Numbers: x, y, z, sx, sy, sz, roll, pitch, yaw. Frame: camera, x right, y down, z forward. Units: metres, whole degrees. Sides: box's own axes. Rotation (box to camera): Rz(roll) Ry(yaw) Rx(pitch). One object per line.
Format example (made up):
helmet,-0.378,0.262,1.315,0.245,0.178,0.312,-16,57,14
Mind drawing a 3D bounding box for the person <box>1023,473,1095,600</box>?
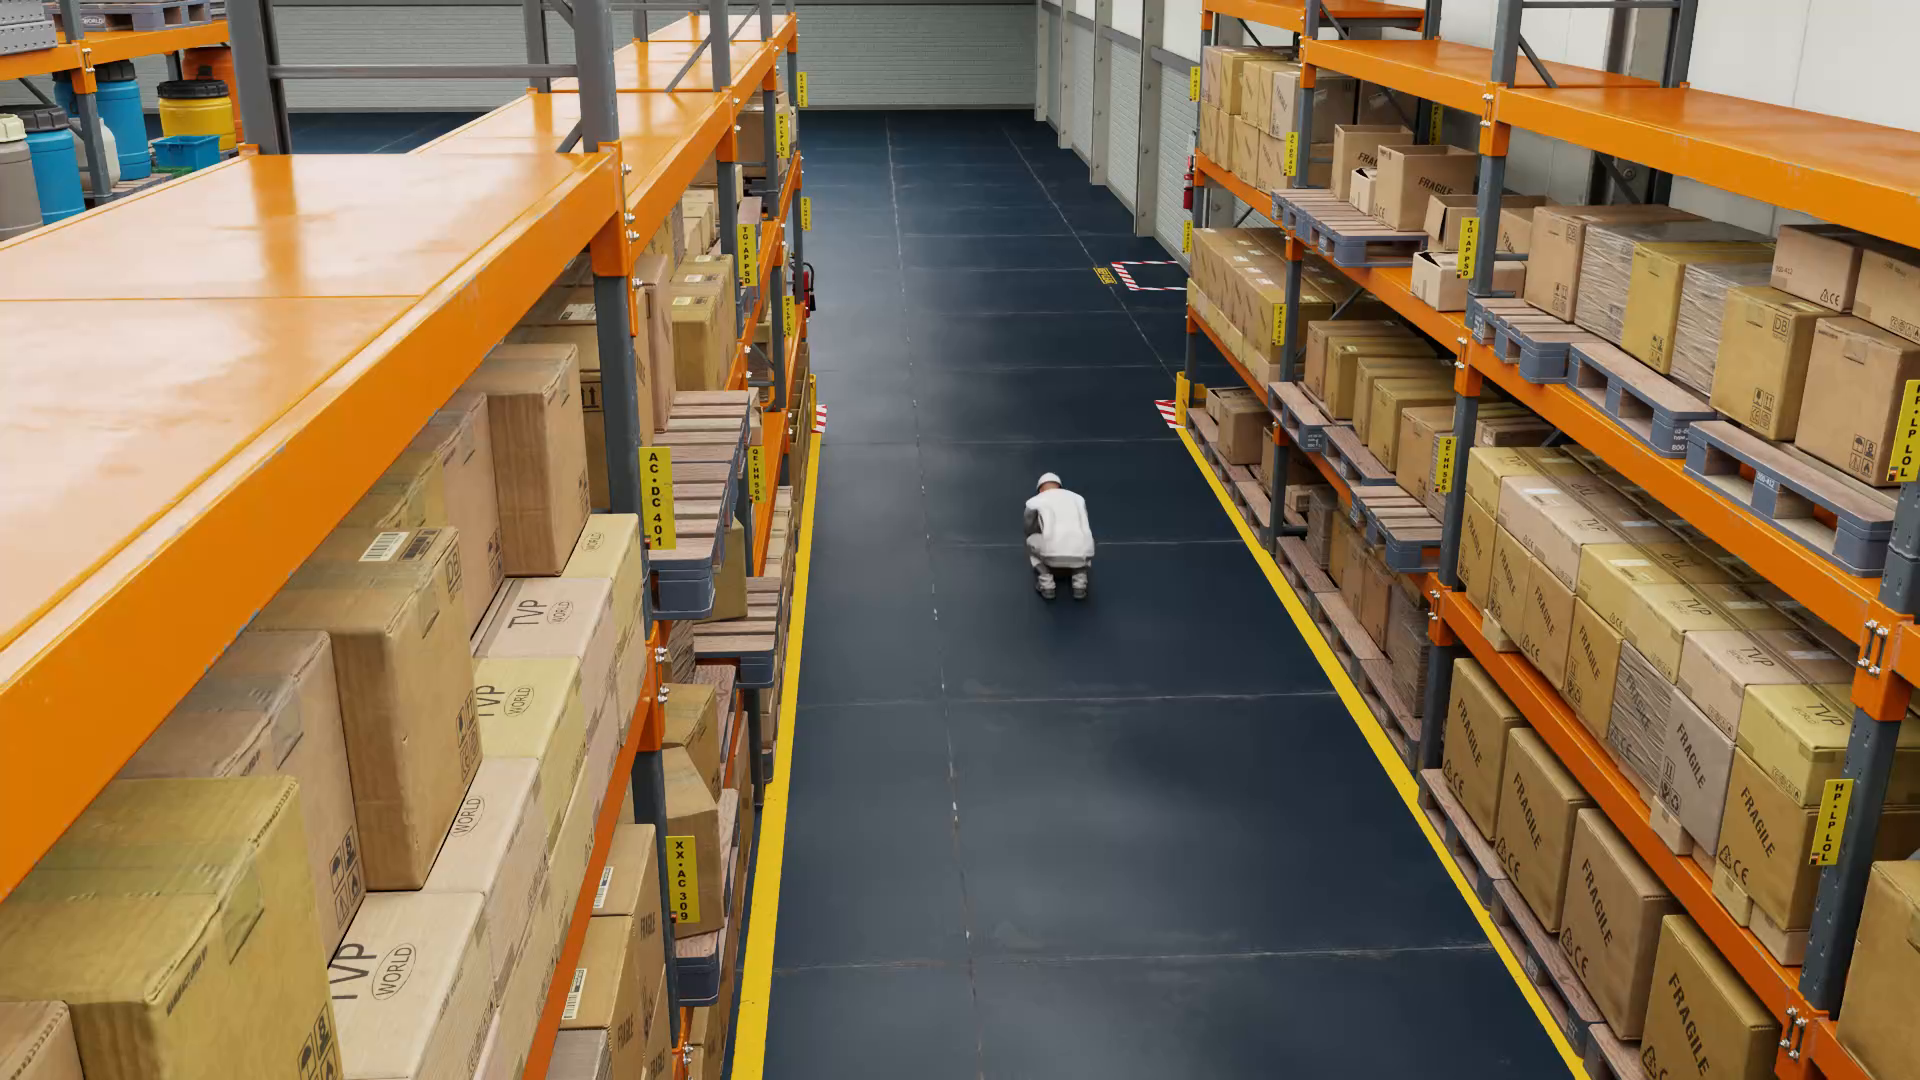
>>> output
person,0.779,0.000,13.013,0.553,0.878,0.901,-1,20,-3
